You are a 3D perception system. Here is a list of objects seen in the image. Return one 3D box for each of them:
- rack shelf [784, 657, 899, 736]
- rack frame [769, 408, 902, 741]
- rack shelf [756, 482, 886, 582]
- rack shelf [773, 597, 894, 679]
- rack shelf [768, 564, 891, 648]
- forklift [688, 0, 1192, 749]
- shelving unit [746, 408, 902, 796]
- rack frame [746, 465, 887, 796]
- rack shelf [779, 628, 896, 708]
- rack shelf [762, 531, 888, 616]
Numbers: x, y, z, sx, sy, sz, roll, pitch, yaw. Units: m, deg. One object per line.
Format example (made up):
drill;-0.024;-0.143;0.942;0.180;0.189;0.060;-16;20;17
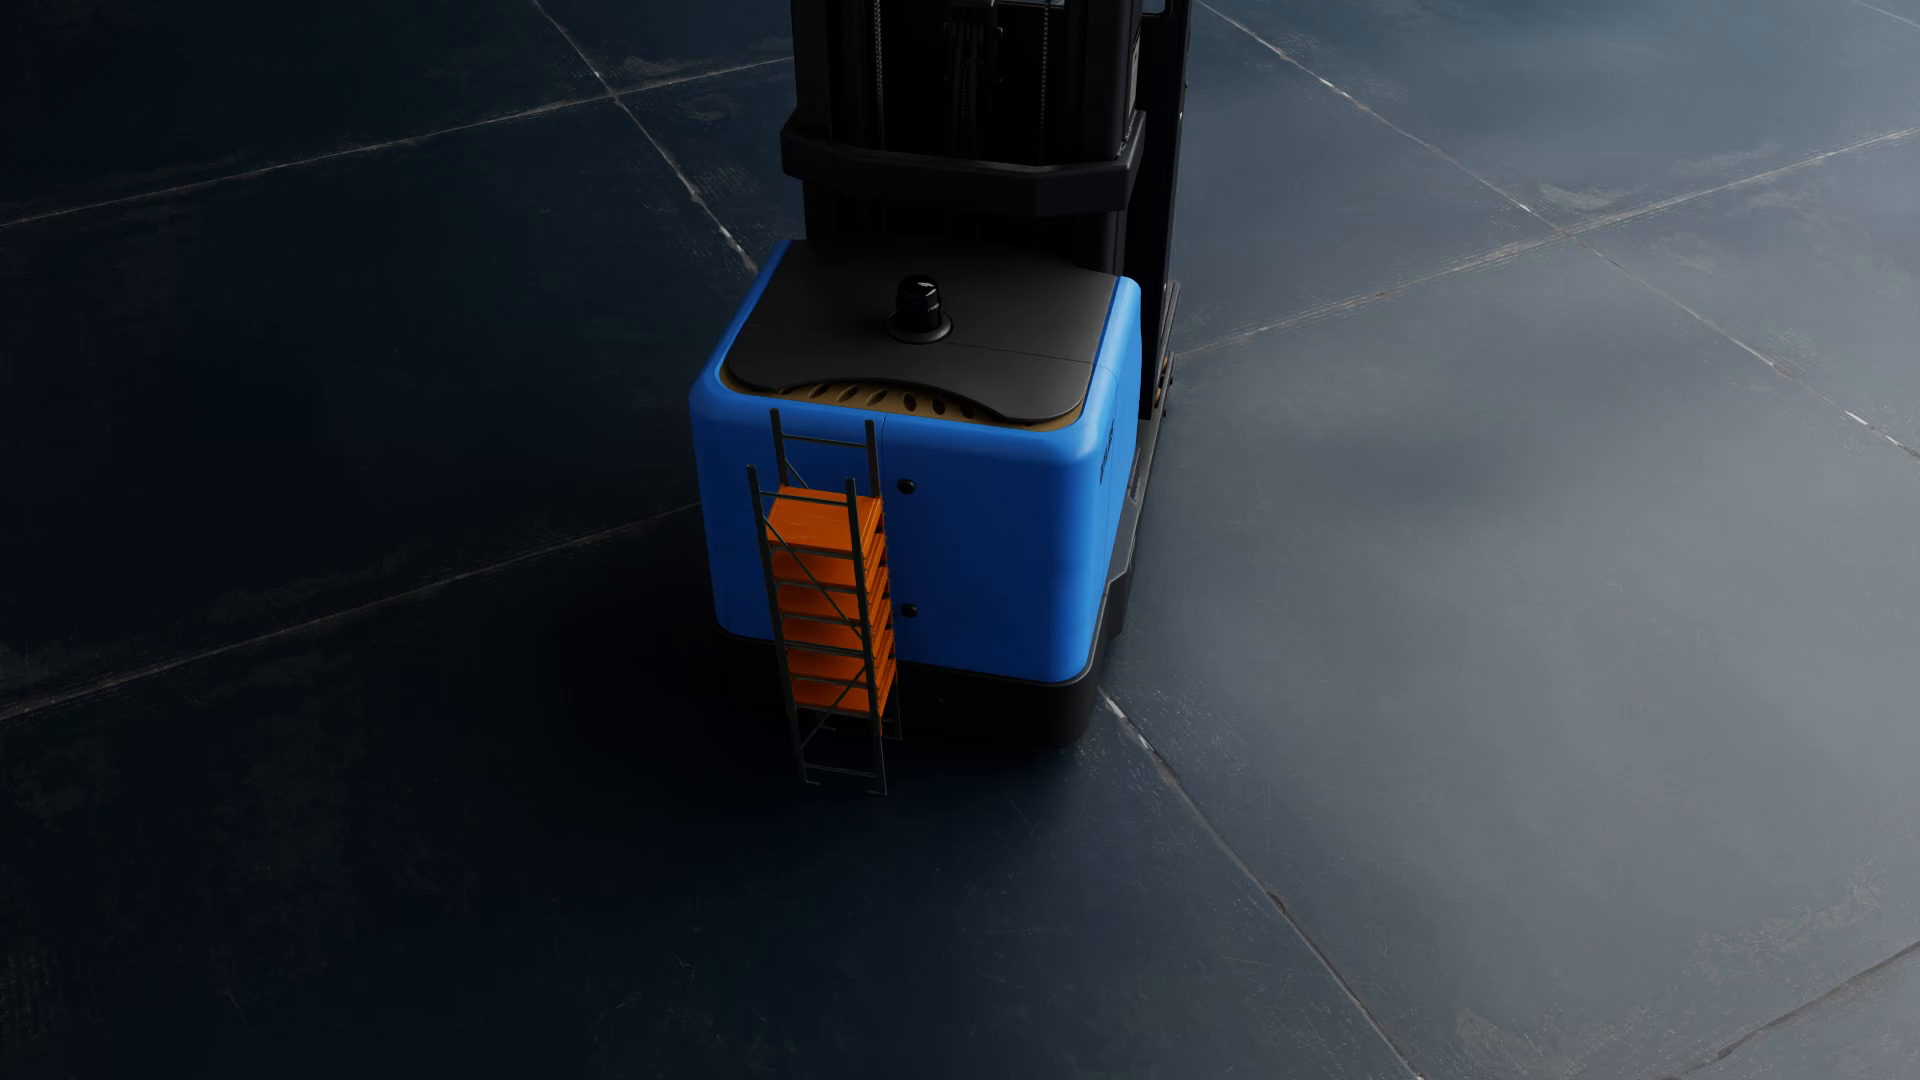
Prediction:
rack shelf;-0.304;0.387;4.290;0.258;0.103;0.180;8;48;9
rack frame;-0.293;0.128;4.141;0.240;1.200;0.006;8;48;9
rack shelf;-0.319;-0.020;3.849;0.258;0.103;0.180;8;48;9
rack shelf;-0.310;0.224;4.113;0.258;0.103;0.180;8;48;9
rack shelf;-0.313;0.143;4.025;0.258;0.103;0.180;8;48;9
forklift;0.133;-1.515;4.772;1.130;2.935;3.031;8;41;9
shelving unit;-0.311;0.194;4.081;0.258;1.200;0.189;8;48;9
rack frame;-0.329;0.260;4.020;0.240;1.200;0.006;8;48;9
rack shelf;-0.307;0.305;4.202;0.258;0.103;0.180;8;48;9
rack shelf;-0.316;0.062;3.937;0.258;0.103;0.180;8;48;9
